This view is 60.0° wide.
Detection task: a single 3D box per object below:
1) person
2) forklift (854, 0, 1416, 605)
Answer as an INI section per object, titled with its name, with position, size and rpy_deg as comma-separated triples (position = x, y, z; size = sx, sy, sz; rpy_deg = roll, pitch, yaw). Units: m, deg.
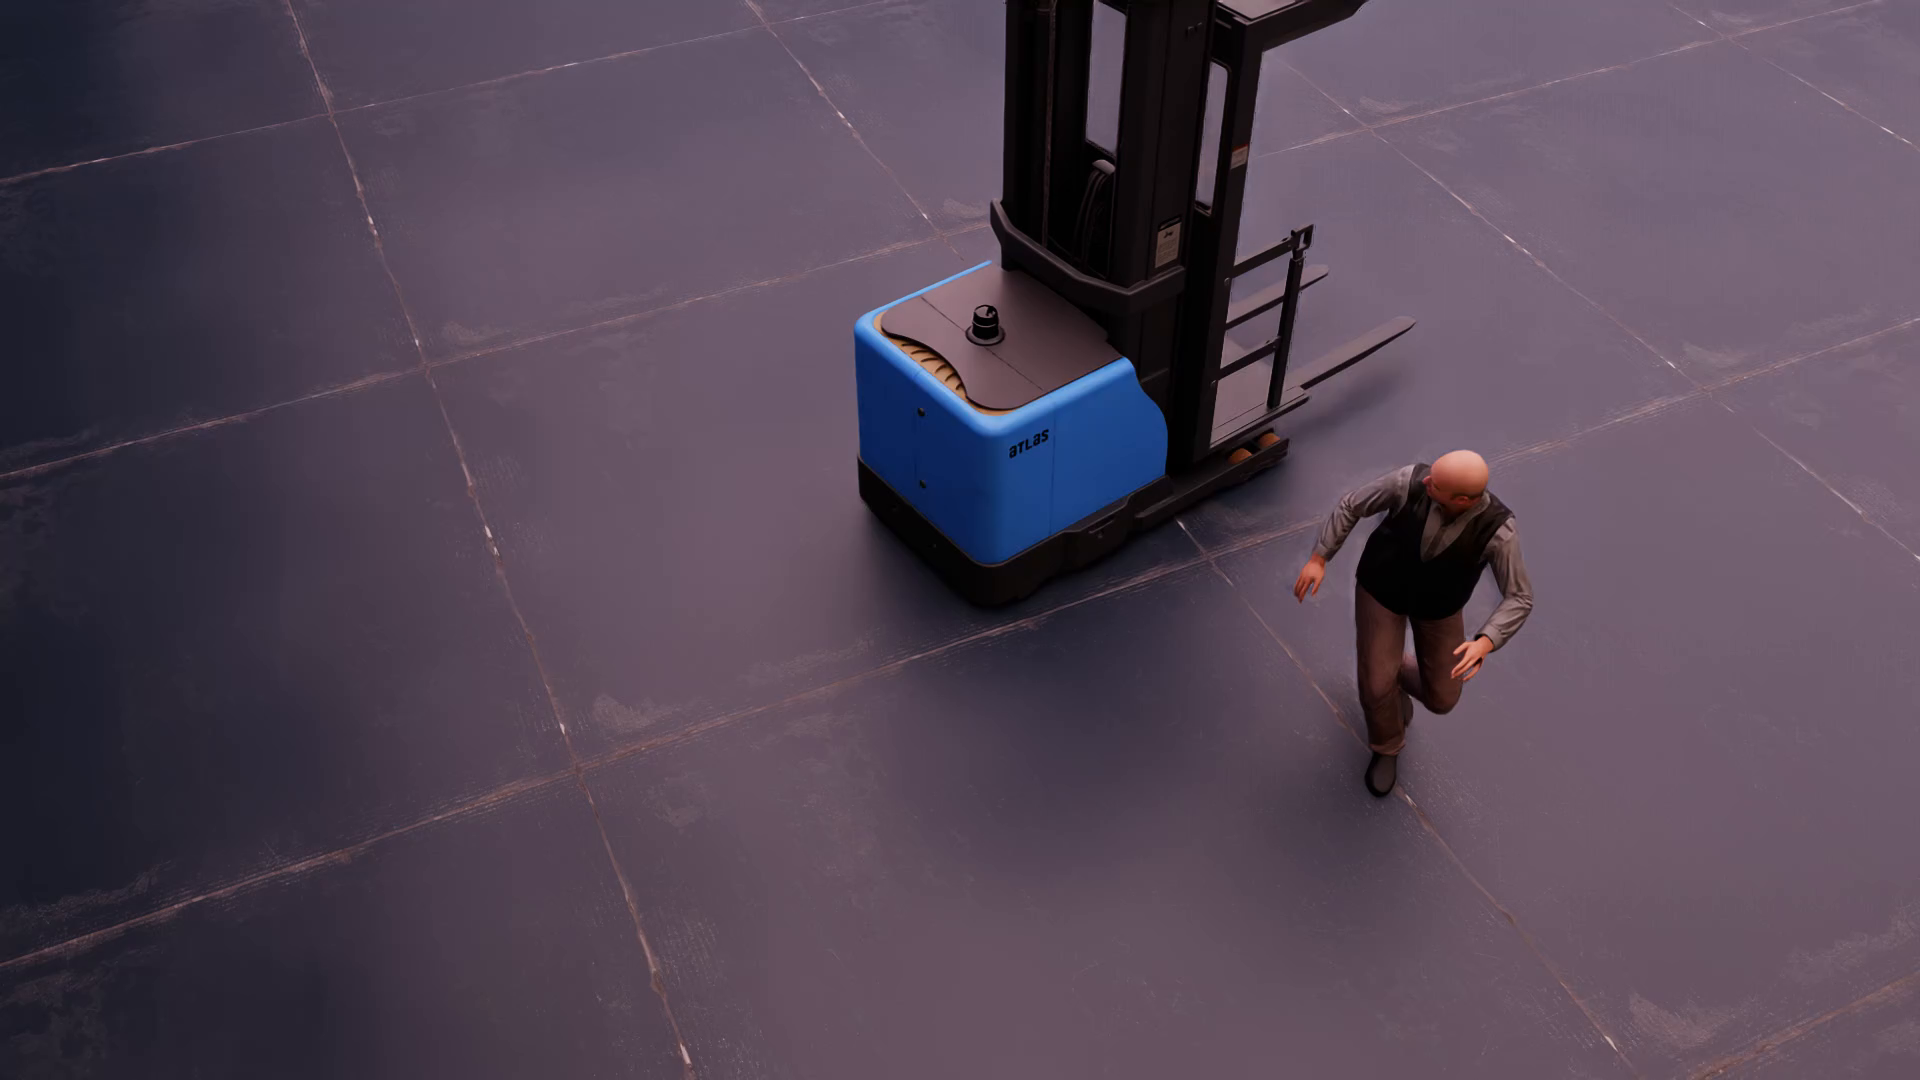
[person]
position = 1.692, 0.298, 6.341
size = 0.849, 1.599, 0.805
rpy_deg = 10, 44, 10
[forklift]
position = 0.995, -1.611, 7.406
size = 3.031, 2.935, 1.130
rpy_deg = -28, 50, -26
